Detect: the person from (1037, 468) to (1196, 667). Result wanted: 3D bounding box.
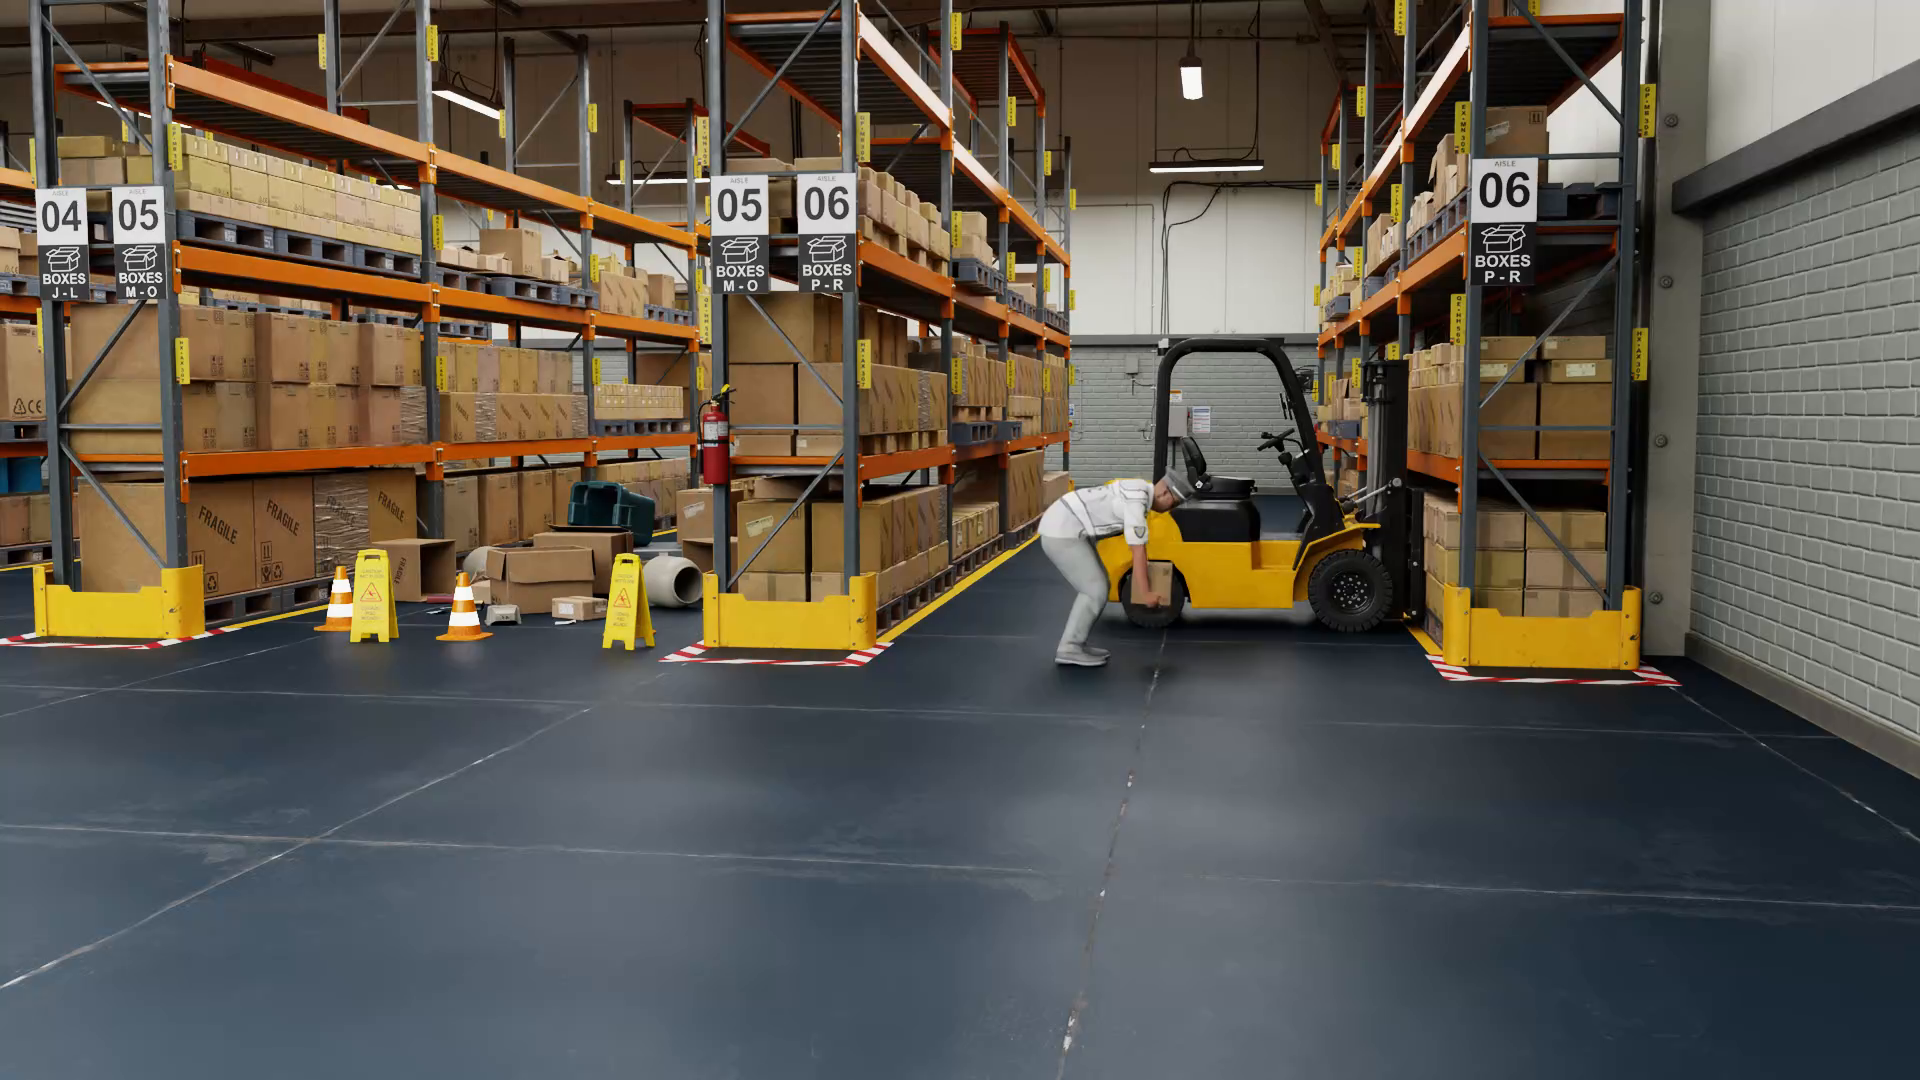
[{"bbox_3d":[1.002,0.166,10.667,1.013,1.260,0.506,0,4,6],"label":"person"}]
